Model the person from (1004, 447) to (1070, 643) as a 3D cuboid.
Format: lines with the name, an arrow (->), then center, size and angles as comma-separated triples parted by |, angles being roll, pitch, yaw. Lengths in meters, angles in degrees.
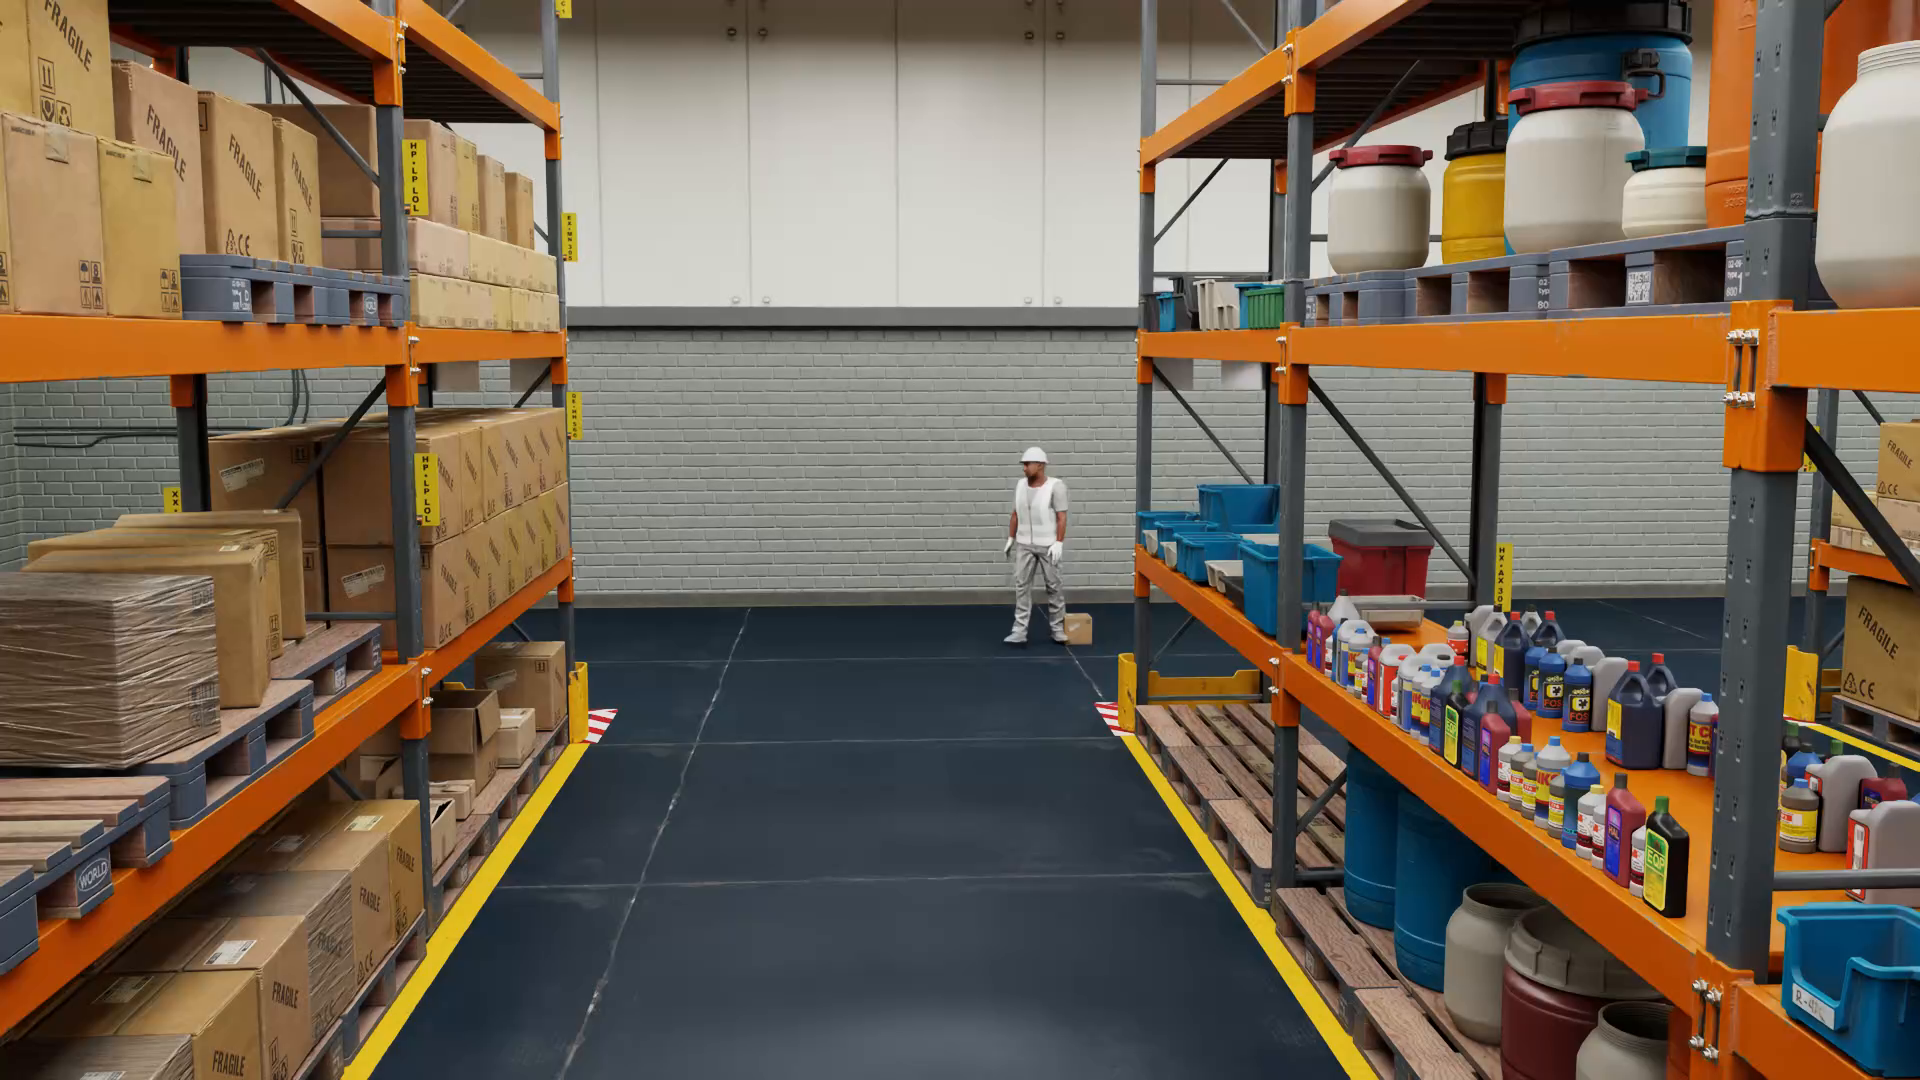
person -> 0.670, 0.052, 15.054 | 0.634, 1.784, 0.601 | 4, 8, 28
